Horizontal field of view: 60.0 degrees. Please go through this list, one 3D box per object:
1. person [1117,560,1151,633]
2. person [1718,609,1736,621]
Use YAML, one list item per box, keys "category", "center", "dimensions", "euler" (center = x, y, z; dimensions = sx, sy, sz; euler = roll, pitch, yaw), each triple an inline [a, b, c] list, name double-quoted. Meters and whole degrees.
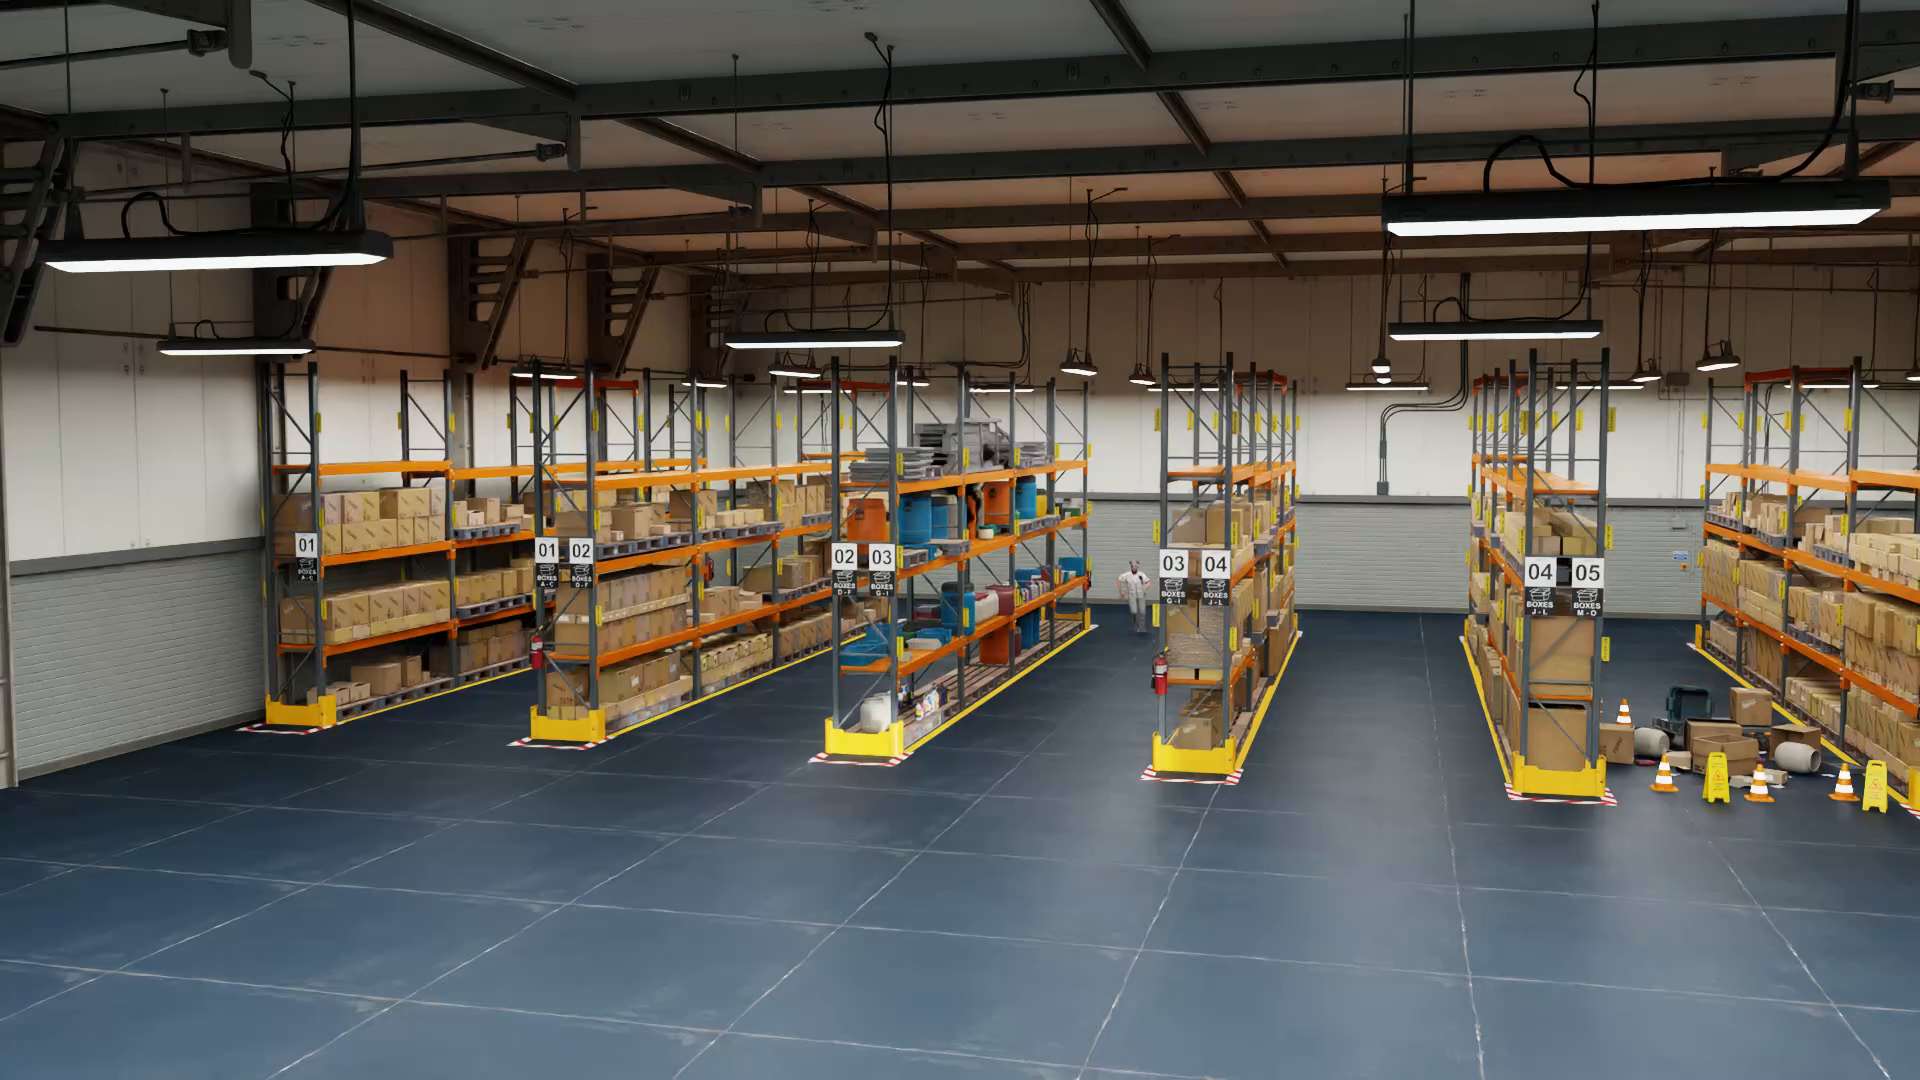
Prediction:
- category: "person"
  center: [4.151, 1.356, 39.532]
  dimensions: [0.798, 1.761, 0.615]
  euler: [0, 4, -3]
- category: "person"
  center: [17.557, 1.457, 37.944]
  dimensions: [0.669, 1.763, 0.852]
  euler: [-4, 5, -42]
